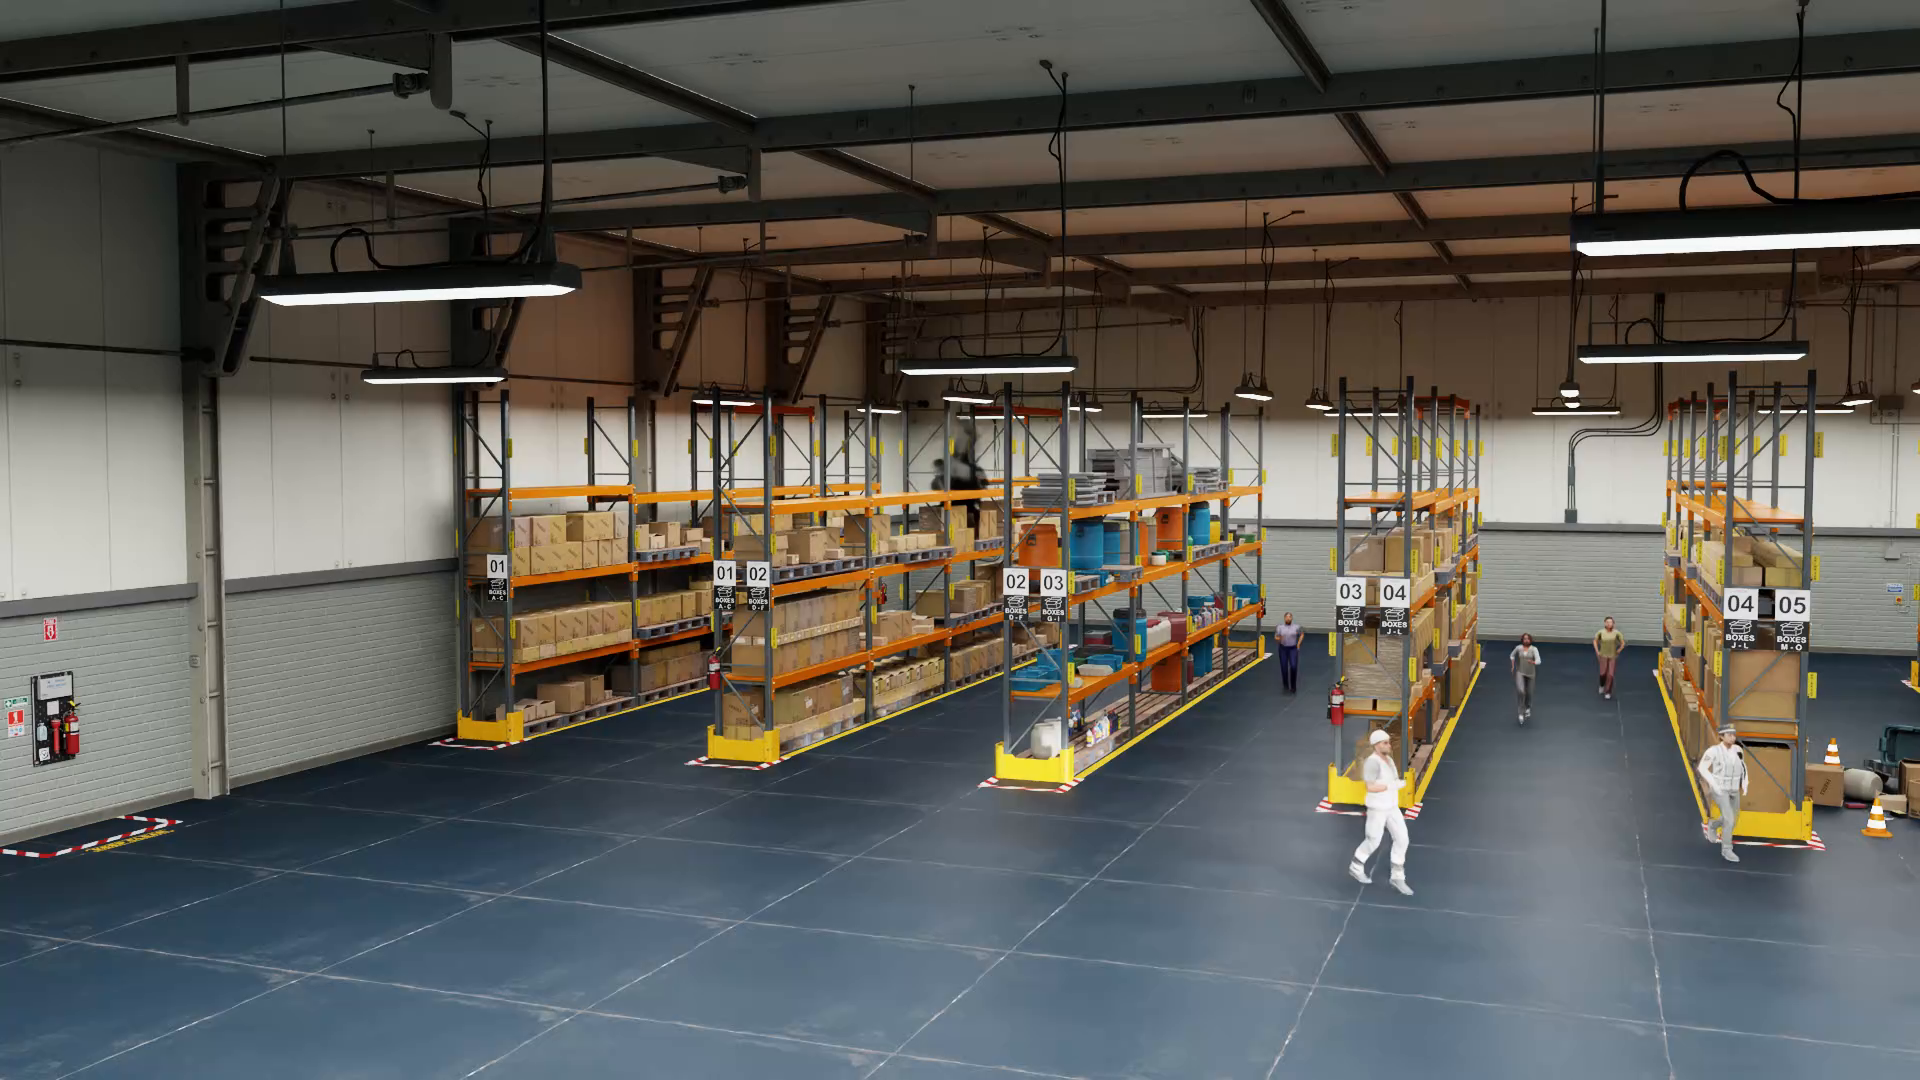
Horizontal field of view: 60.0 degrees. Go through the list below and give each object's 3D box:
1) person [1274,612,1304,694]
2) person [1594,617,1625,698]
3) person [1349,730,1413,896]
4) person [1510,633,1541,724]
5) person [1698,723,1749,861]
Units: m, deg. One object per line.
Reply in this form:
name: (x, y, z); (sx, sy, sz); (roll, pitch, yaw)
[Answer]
person: (6.729, 2.319, 34.046); (0.586, 1.676, 0.661); (1, 3, 14)
person: (13.013, 2.353, 33.329); (0.593, 1.639, 0.489); (1, 3, 20)
person: (4.754, 3.057, 18.777); (0.632, 1.832, 0.765); (-3, 4, -41)
person: (10.363, 2.509, 30.490); (0.518, 1.631, 0.778); (1, 3, 16)
person: (9.378, 3.056, 20.448); (0.620, 1.663, 0.664); (-1, 3, -11)
